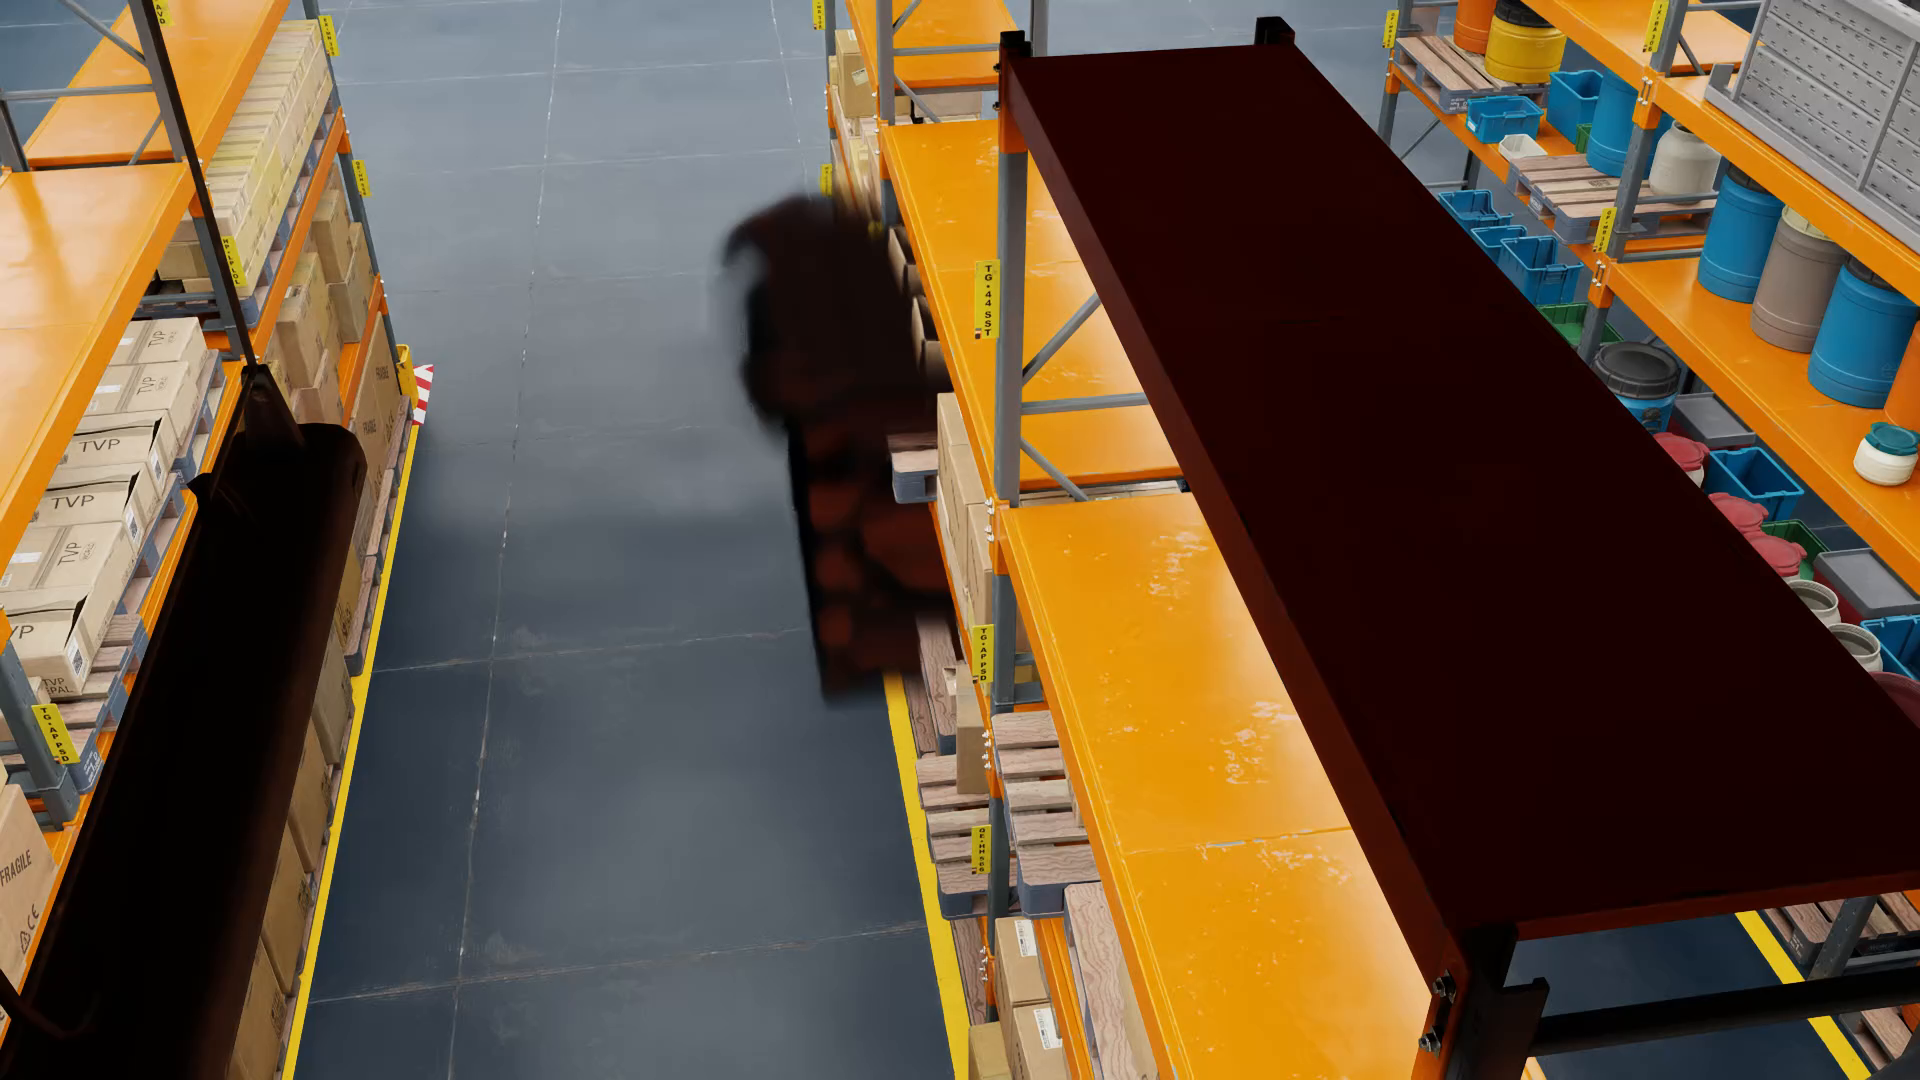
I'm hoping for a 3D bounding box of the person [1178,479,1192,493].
[{"bbox_3d":[1.805,-0.913,12.890,0.346,1.650,0.483,4,36,5],"label":"person"}]
